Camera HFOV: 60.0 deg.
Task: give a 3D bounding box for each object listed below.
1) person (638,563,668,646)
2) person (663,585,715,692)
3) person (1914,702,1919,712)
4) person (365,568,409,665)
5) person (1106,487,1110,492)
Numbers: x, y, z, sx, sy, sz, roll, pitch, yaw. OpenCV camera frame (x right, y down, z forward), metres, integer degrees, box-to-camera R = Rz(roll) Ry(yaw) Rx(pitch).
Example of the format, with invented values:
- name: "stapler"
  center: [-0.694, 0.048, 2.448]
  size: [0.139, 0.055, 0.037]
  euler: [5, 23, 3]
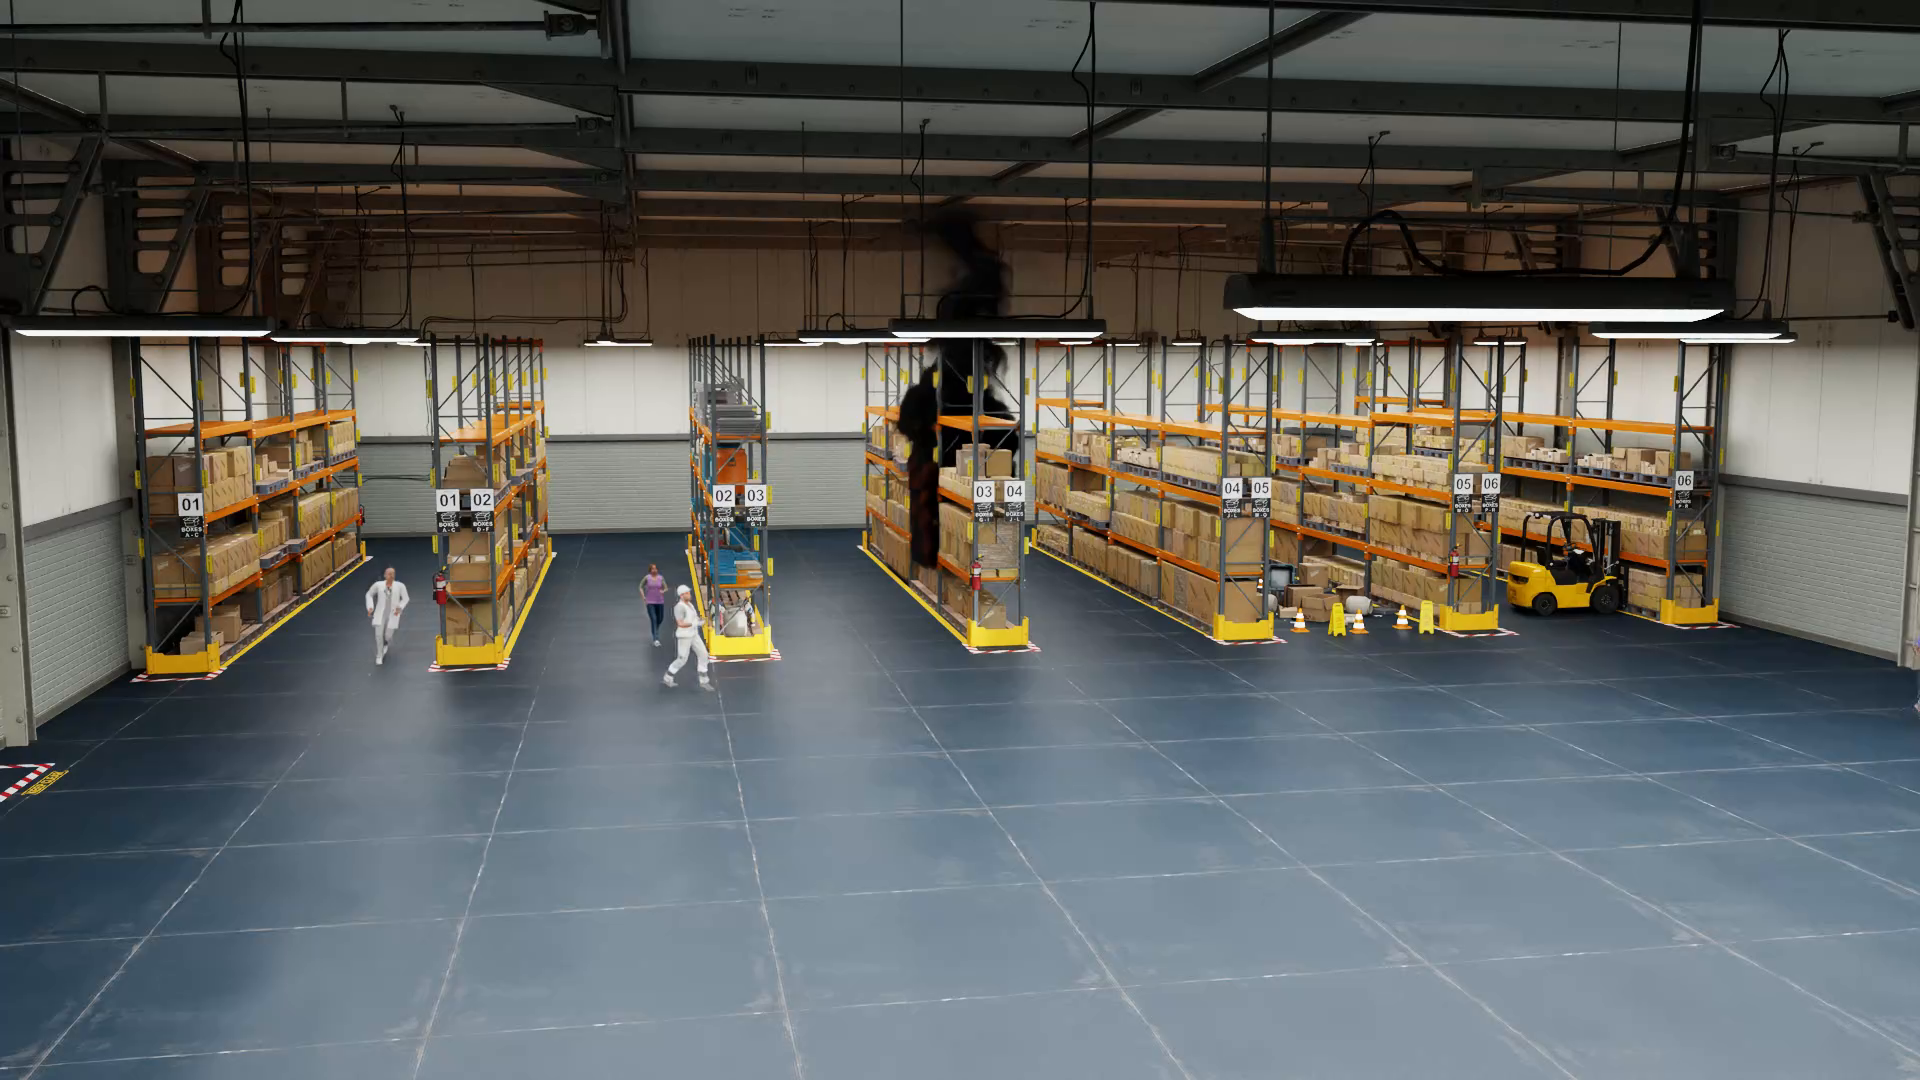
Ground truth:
- name: "person"
  center: [-5.942, 1.231, 32.297]
  size: [0.545, 1.575, 0.864]
  euler: [-3, 7, -23]
- name: "person"
  center: [-4.561, 1.652, 27.910]
  size: [0.893, 1.812, 0.669]
  euler: [2, 7, 19]
- name: "person"
  center: [14.943, 2.023, 25.096]
  size: [0.924, 1.633, 0.583]
  euler: [5, 8, 36]
- name: "person"
  center: [-10.548, 1.434, 30.650]
  size: [0.756, 1.669, 0.754]
  euler: [-2, 7, -18]
- name: "person"
  center: [4.346, -0.708, 48.643]
  size: [0.759, 1.746, 0.810]
  euler: [-4, 8, -30]
